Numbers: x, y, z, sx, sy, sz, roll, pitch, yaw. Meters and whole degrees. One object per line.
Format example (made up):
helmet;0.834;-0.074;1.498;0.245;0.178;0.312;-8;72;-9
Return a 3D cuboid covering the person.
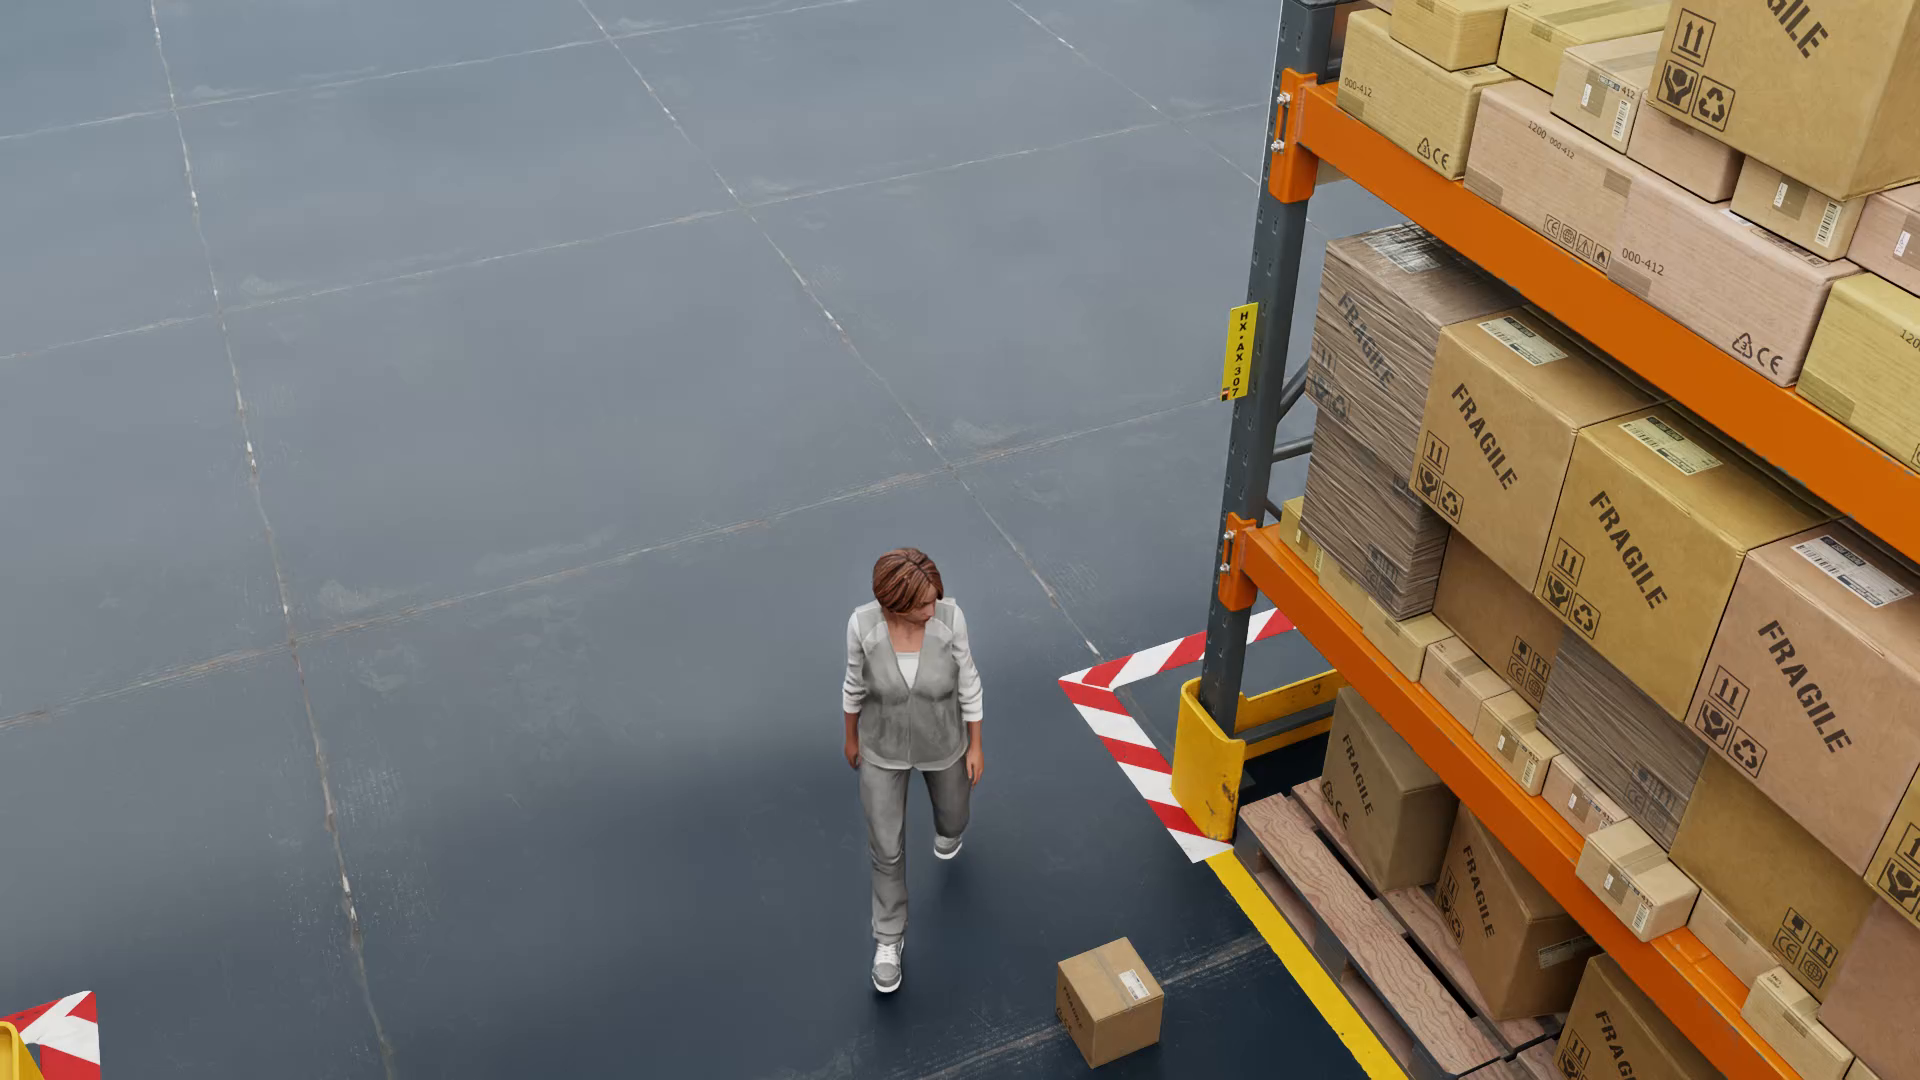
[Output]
person;-0.149;0.657;5.315;0.447;1.563;0.764;-2;38;-3
